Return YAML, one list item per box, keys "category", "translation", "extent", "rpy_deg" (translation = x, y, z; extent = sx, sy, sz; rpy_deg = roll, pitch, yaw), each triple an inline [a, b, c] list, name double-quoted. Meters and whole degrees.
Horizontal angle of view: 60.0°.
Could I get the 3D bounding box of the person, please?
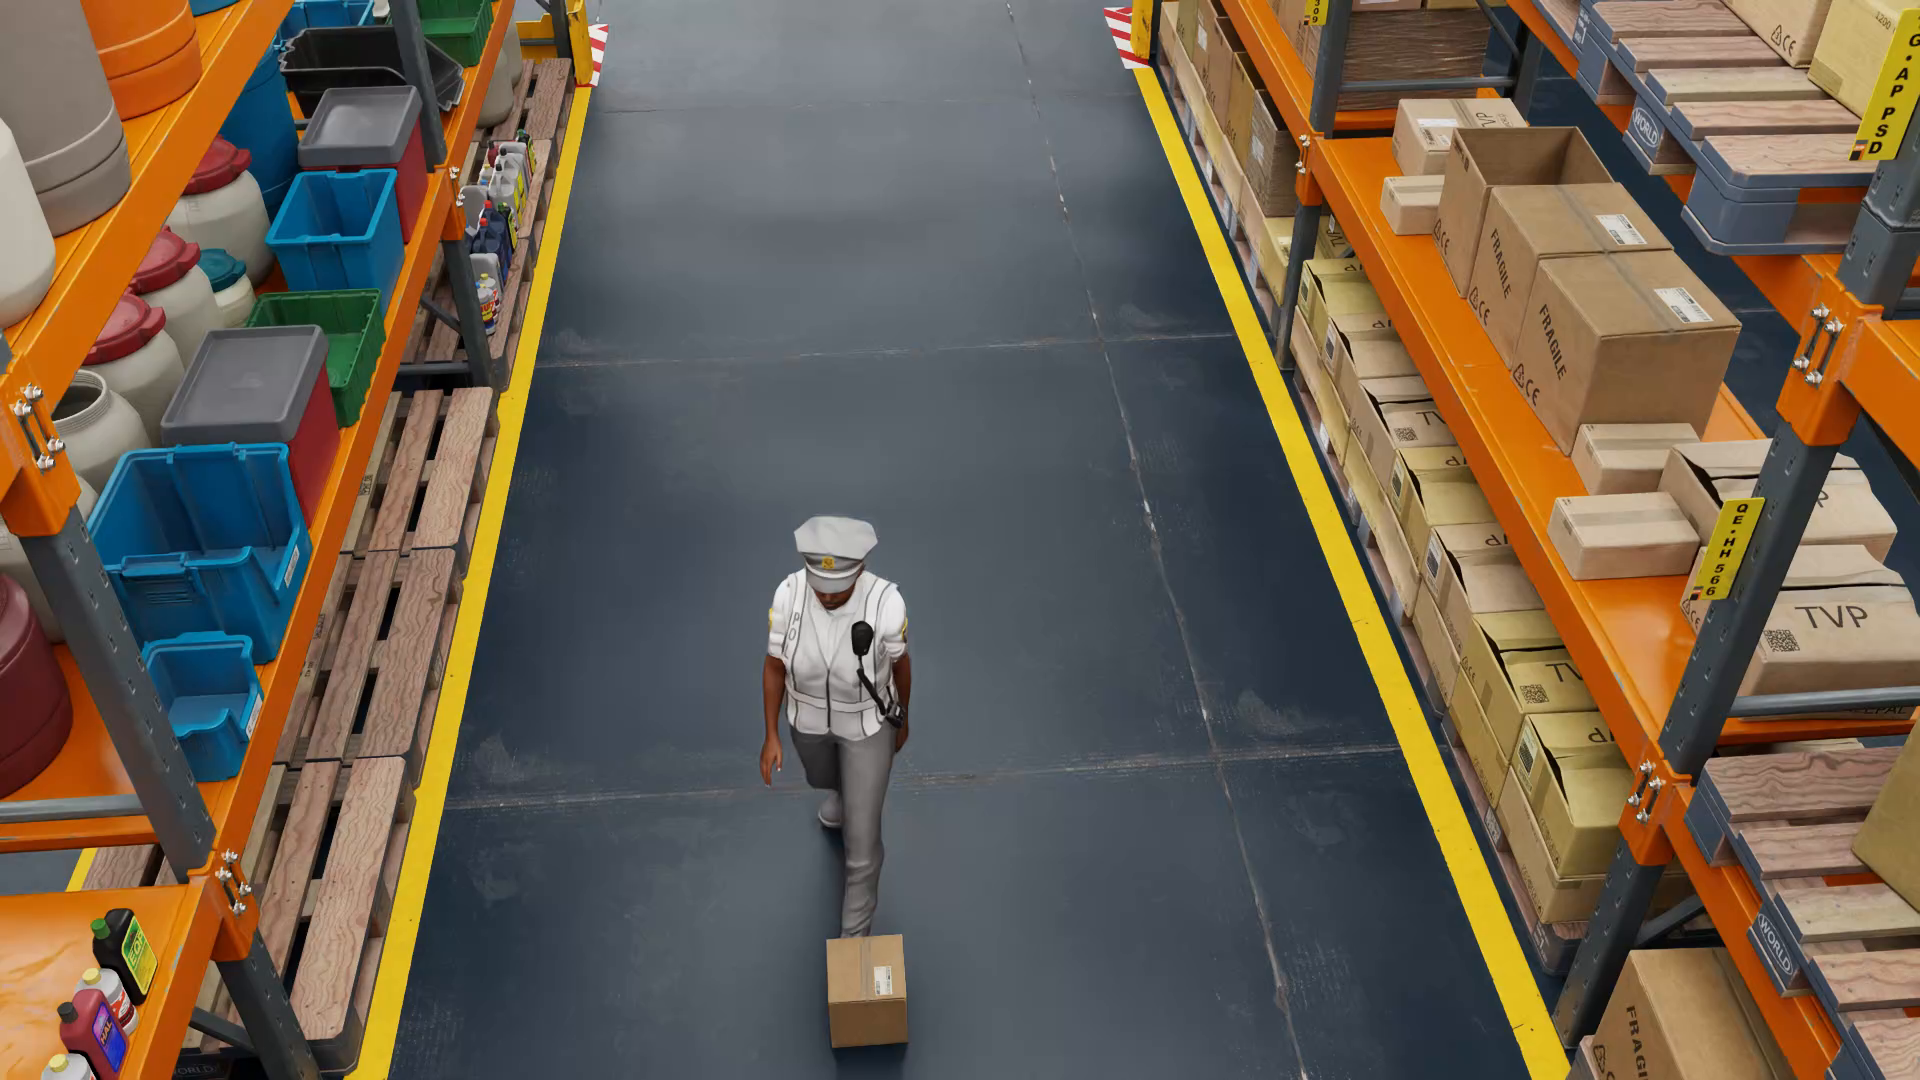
- category: "person"
  translation: [-0.398, 0.585, 5.431]
  extent: [0.450, 1.630, 0.910]
  rpy_deg: [9, 40, 11]
